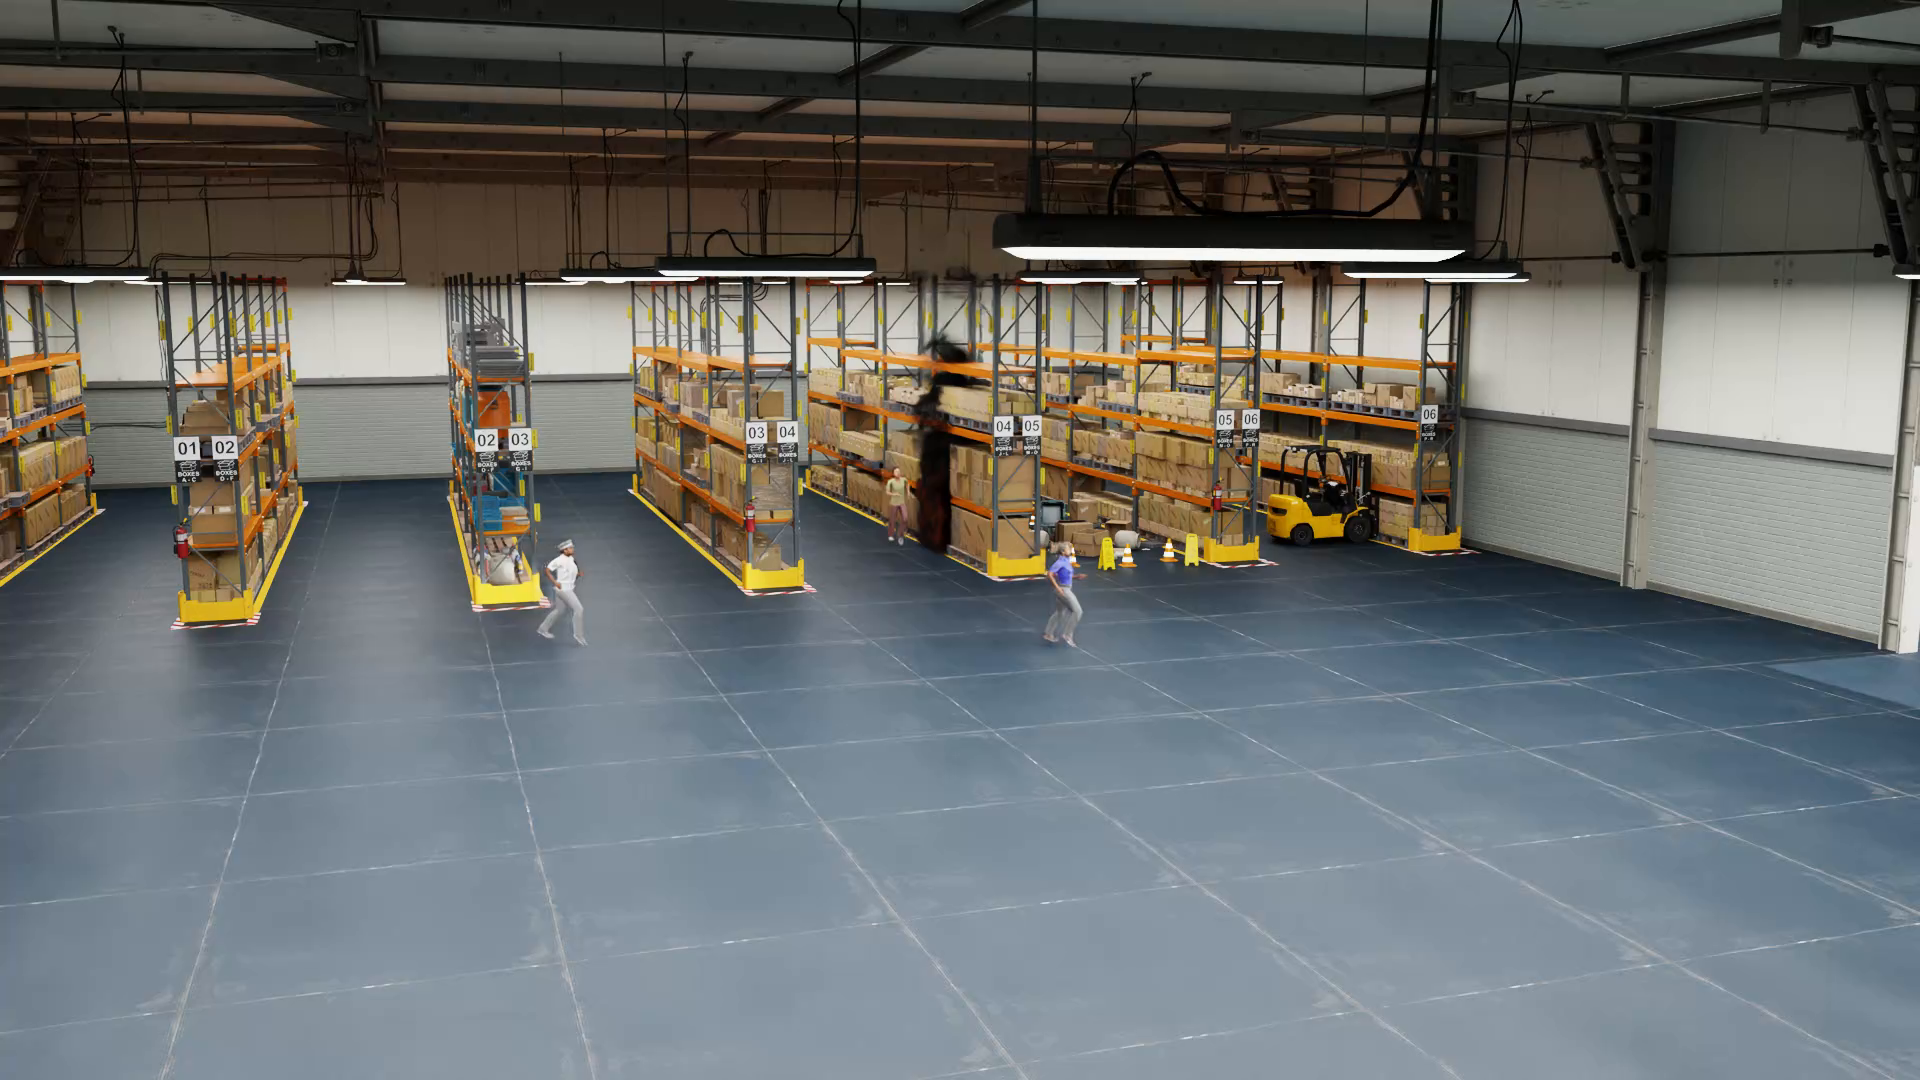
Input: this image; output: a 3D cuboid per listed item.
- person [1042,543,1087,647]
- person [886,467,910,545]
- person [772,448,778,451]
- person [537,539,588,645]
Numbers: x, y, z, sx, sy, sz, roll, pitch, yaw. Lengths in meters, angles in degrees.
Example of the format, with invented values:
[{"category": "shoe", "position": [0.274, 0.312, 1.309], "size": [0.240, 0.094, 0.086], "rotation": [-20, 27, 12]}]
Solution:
[{"category": "person", "position": [1.683, 0.888, 26.795], "size": [0.724, 1.700, 0.541], "rotation": [0, 9, 2]}, {"category": "person", "position": [-1.316, -0.735, 35.565], "size": [0.585, 1.689, 0.790], "rotation": [-3, 9, -17]}, {"category": "person", "position": [-5.481, -2.241, 47.471], "size": [0.685, 1.631, 0.904], "rotation": [1, 9, 4]}, {"category": "person", "position": [-6.457, 0.852, 26.987], "size": [0.844, 1.755, 0.548], "rotation": [0, 9, 0]}]
